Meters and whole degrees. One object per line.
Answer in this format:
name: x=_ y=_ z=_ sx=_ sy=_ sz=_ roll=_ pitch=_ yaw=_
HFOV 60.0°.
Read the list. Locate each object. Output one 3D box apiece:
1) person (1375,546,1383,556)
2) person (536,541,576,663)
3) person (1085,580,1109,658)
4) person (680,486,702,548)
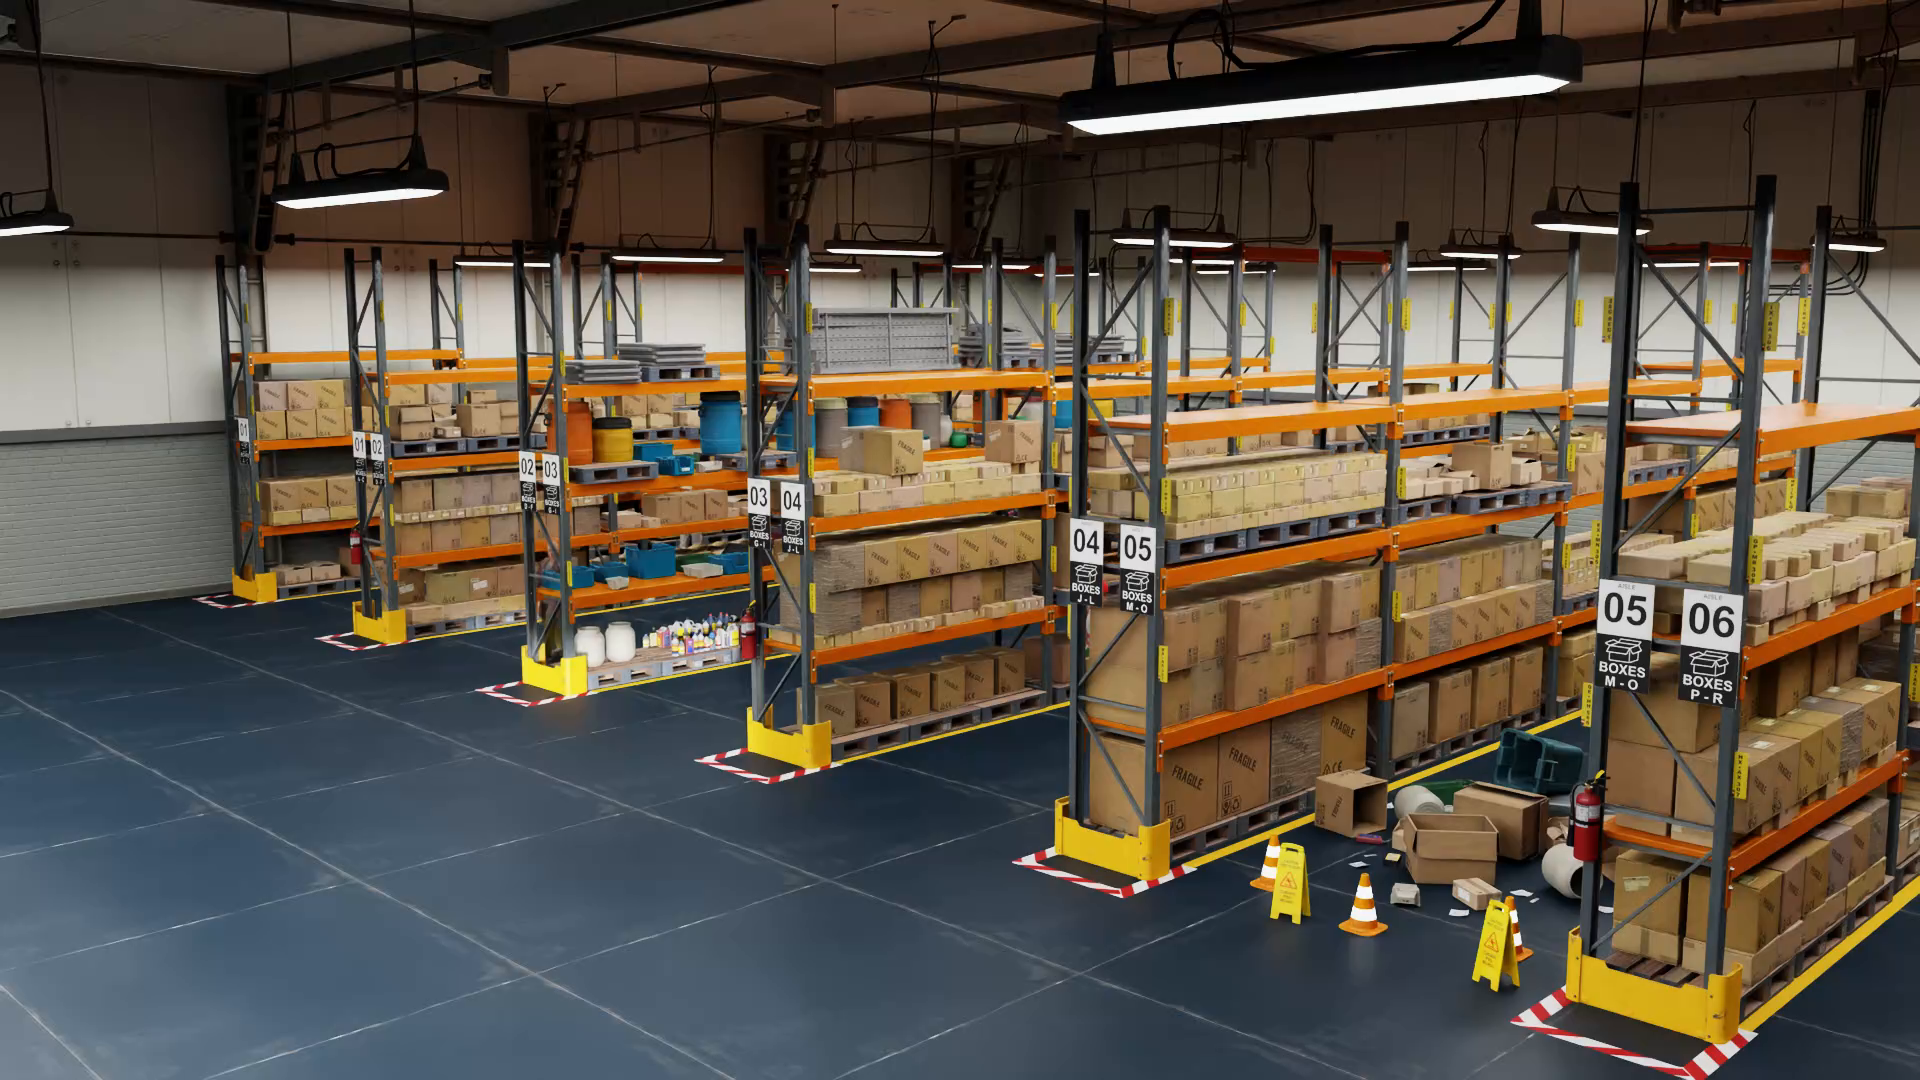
person: x=6.151 y=0.878 z=24.399 sx=0.567 sy=1.745 sz=0.384 roll=3 pitch=9 yaw=19
person: x=-5.917 y=0.907 z=24.125 sx=0.667 sy=1.790 sz=0.847 roll=4 pitch=9 yaw=24
person: x=1.707 y=1.391 z=20.563 sx=0.596 sy=1.825 sz=0.623 roll=-5 pitch=10 yaw=-34
person: x=-5.152 y=-0.262 z=32.235 sx=0.622 sy=1.761 sz=0.703 roll=5 pitch=10 yaw=32
